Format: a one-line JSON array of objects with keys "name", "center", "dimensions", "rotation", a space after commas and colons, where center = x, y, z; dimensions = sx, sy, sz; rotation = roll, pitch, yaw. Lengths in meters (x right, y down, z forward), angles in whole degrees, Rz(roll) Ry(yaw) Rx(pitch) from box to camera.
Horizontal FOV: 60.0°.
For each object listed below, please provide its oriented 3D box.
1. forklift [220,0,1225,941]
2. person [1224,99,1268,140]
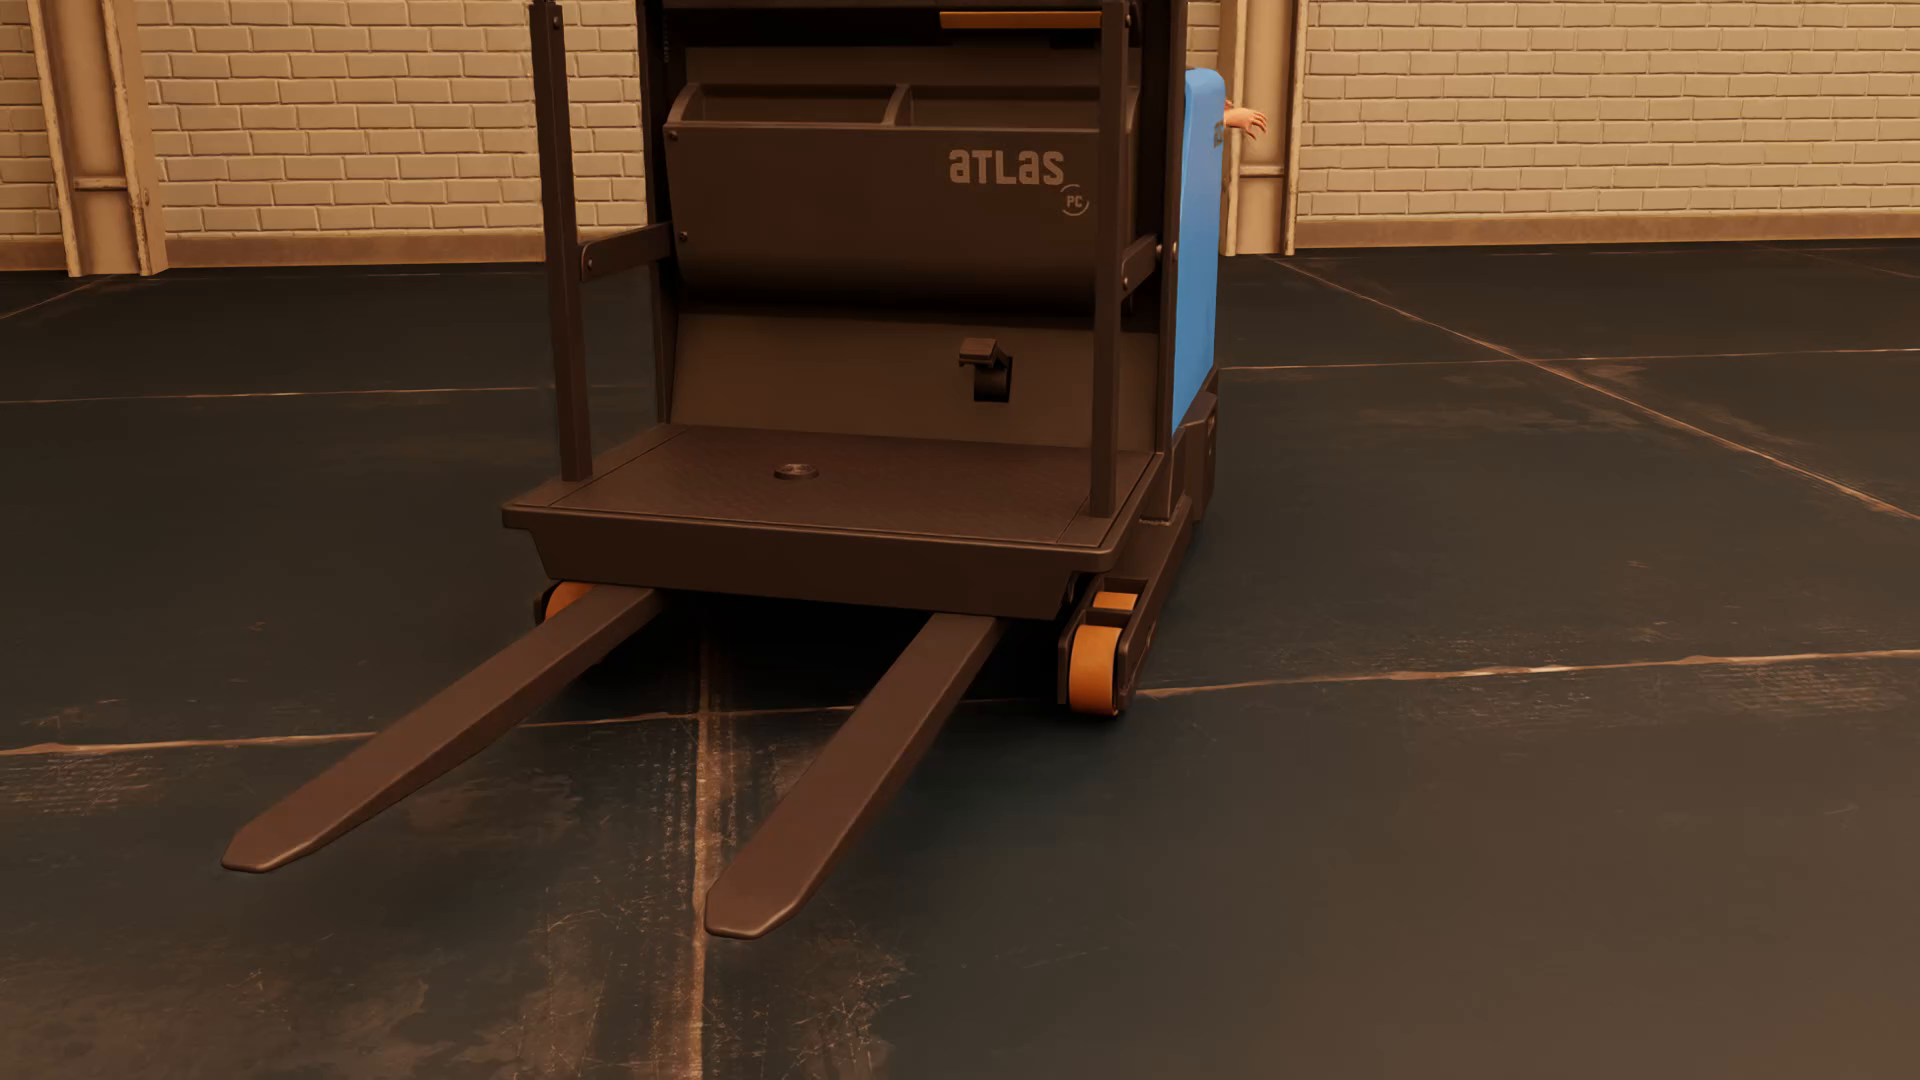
[{"name": "forklift", "center": [-0.169, -1.212, 2.907], "dimensions": [1.130, 2.935, 3.031], "rotation": [4, 17, 14]}, {"name": "person", "center": [0.568, -1.052, 5.047], "dimensions": [0.683, 1.379, 0.796], "rotation": [2, 17, 5]}]
